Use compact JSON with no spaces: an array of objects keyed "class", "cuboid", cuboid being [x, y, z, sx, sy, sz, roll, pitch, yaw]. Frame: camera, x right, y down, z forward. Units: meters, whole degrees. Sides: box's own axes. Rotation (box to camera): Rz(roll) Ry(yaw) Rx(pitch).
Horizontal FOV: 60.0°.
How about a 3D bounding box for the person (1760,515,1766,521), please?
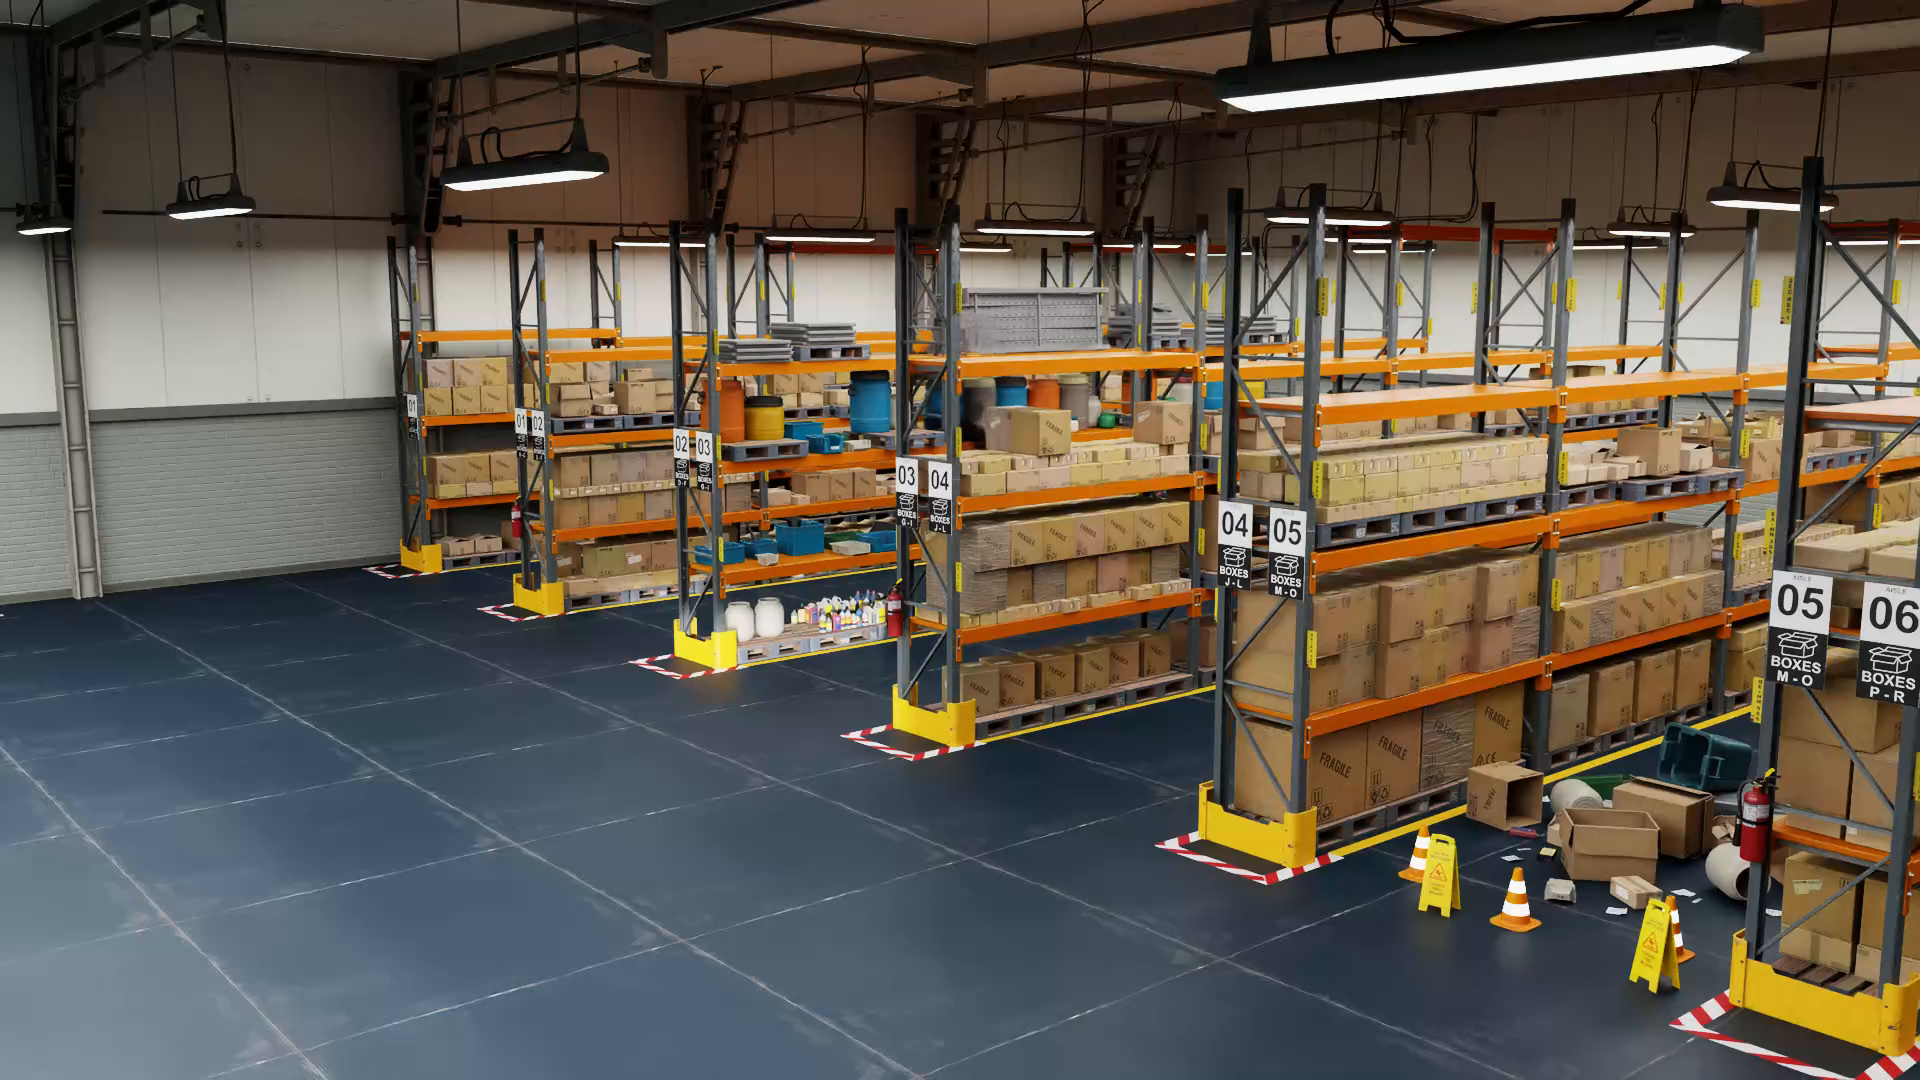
[{"class":"person","cuboid":[12.275,0.437,25.507,0.554,1.659,0.601,-8,12,-41]}]
